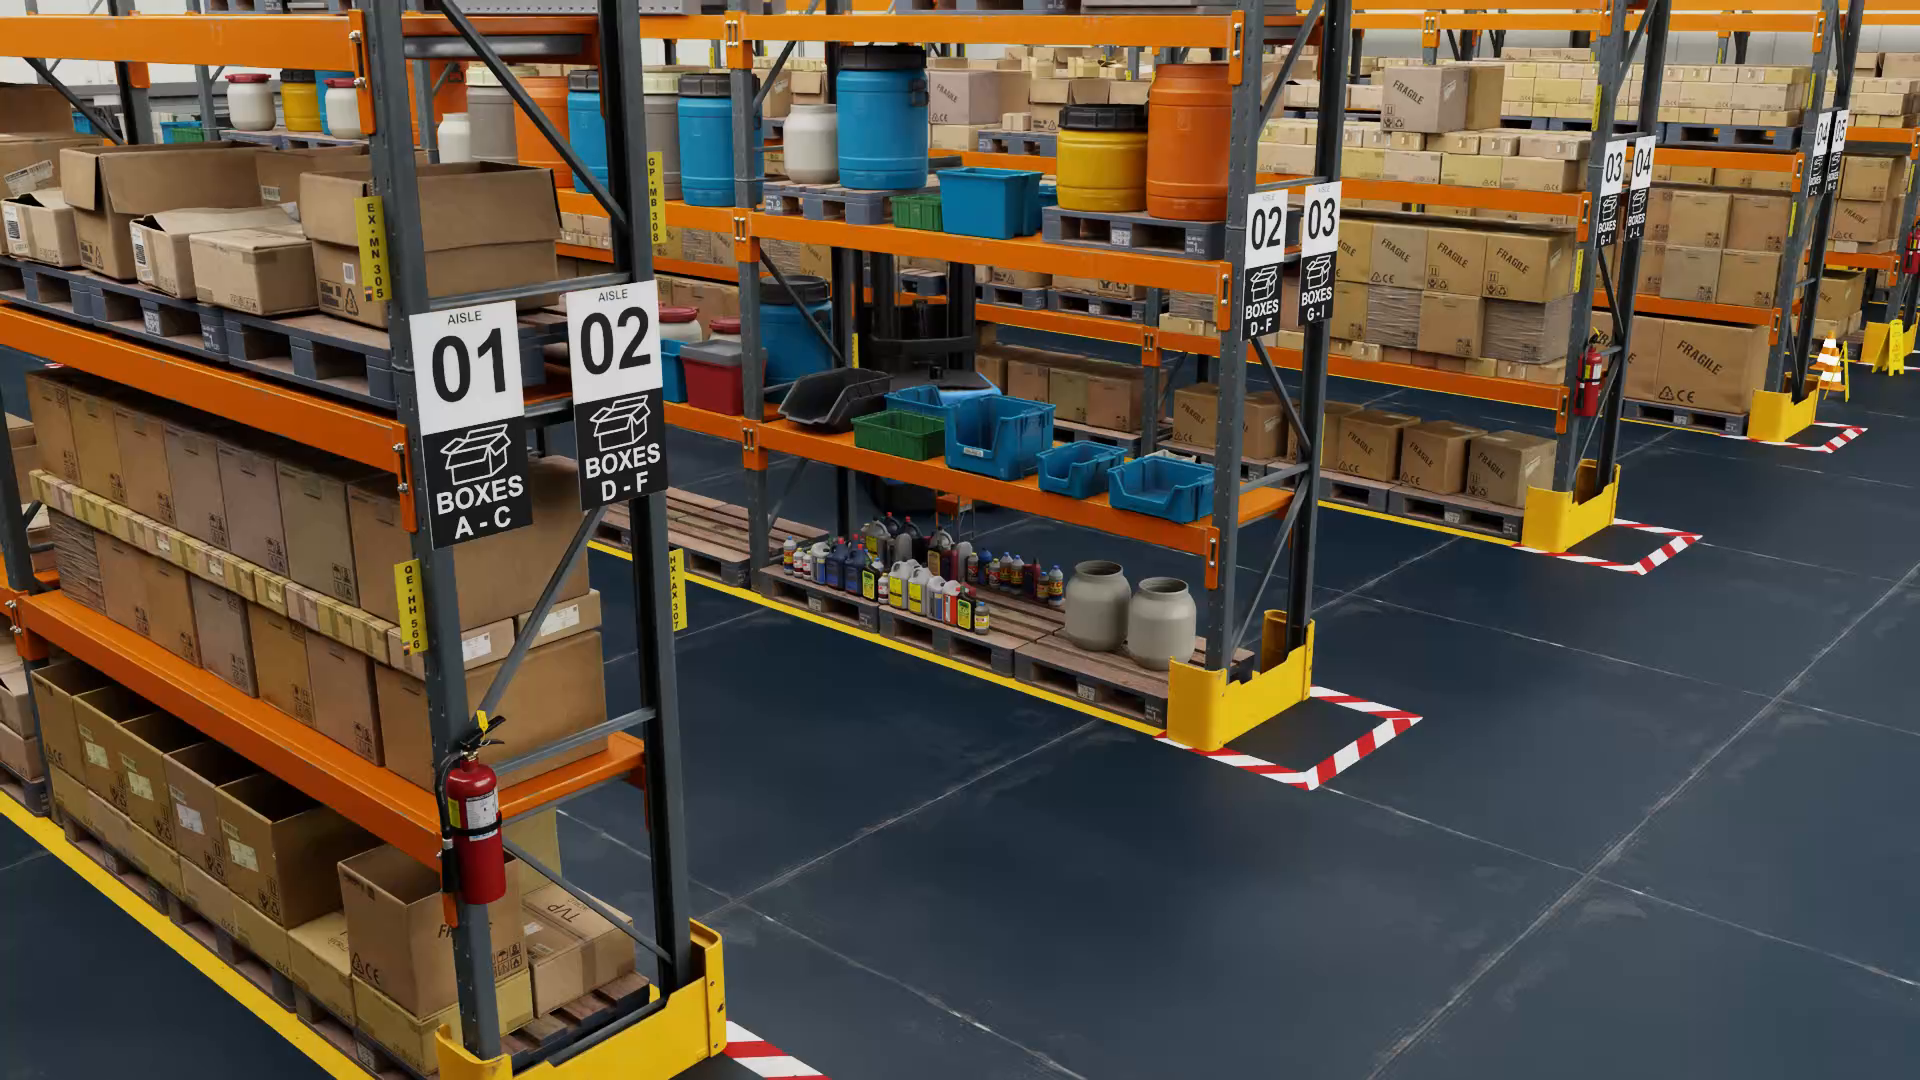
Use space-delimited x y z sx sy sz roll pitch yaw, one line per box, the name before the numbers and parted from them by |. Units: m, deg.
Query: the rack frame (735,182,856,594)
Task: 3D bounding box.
rack frame | -1.184 -1.150 12.275 0.127 3.000 1.000 15 23 39

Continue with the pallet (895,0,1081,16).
pallet | 0.368 -3.324 10.184 1.213 0.211 1.003 15 23 39

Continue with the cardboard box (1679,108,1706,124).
cardboard box | 7.421 -4.270 16.704 0.250 0.149 0.380 15 23 40

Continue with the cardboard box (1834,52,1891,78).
cardboard box | 13.361 -6.948 24.557 0.637 0.503 0.797 16 24 41

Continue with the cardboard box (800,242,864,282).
cardboard box | -1.421 -3.164 18.457 0.500 0.500 0.500 16 24 41

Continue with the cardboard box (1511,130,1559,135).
cardboard box | 4.643 -3.220 13.428 0.250 0.149 0.380 15 23 38

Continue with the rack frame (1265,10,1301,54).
rack frame | 5.990 -10.102 30.566 0.127 3.000 1.000 15 23 39

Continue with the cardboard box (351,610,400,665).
cardboard box | -2.092 0.331 6.373 0.250 0.149 0.380 16 23 41

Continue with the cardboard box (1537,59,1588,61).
cardboard box | 8.164 -6.397 22.577 0.500 0.250 0.500 16 23 40

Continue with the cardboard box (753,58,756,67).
cardboard box | -3.079 -7.325 25.538 0.250 0.149 0.380 15 23 39

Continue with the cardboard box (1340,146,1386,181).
cardboard box | 3.434 -3.169 13.927 0.500 0.250 0.500 15 23 38

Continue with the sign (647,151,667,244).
sign | -1.110 -1.235 6.010 0.005 0.325 0.100 15 23 39

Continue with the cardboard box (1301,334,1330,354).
cardboard box | 3.196 -1.741 14.554 0.250 0.149 0.380 15 23 39

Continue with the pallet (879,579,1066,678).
pallet | 0.208 0.569 11.471 1.213 0.211 1.003 15 23 39

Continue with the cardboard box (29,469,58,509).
cardboard box | -4.402 -0.289 8.325 0.250 0.149 0.380 15 23 39

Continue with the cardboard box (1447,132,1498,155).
cardboard box | 4.083 -3.154 13.223 0.250 0.149 0.380 15 23 40

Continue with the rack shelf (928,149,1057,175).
rack shelf | 0.608 -3.759 16.727 4.000 0.370 1.077 15 23 39

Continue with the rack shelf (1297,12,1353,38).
rack shelf | 4.194 -8.043 25.929 4.000 0.370 1.077 15 23 39

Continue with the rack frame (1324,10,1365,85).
rack frame | 5.690 -8.175 24.494 0.127 3.000 1.000 15 23 39

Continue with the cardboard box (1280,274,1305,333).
cardboard box | 3.191 -2.169 14.832 0.500 0.500 0.875 15 23 39

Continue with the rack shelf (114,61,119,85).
rack shelf | -5.970 -2.757 9.274 4.000 0.370 1.077 15 23 39

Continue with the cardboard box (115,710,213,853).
cardboard box | -3.587 1.088 7.836 0.500 0.500 0.500 15 23 39

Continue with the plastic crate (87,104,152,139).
plastic crate | -9.199 -4.590 18.261 0.767 0.338 0.504 15 23 39

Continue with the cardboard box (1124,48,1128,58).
cardboard box | 3.531 -9.532 32.658 0.500 0.250 0.500 15 23 39

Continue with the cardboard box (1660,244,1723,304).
cardboard box | 7.730 -2.810 17.260 0.550 0.550 0.875 15 23 39

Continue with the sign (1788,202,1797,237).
sign | 8.093 -3.114 16.159 0.005 0.325 0.100 15 23 39

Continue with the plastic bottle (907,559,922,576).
plastic bottle | -0.317 0.280 11.548 0.135 0.276 0.152 15 23 39

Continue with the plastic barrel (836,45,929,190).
plastic barrel | -0.510 -2.794 10.976 0.708 0.901 0.600 15 23 39

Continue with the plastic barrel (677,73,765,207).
plastic barrel | -1.708 -2.871 11.913 0.708 0.901 0.600 15 23 39

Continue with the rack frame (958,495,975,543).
rack frame | 0.051 -0.487 13.410 0.008 1.050 0.200 15 23 39

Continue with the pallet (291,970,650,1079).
pallet | -2.082 1.958 7.092 1.213 0.211 1.003 15 23 39

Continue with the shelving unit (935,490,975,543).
shelving unit | -0.040 -0.511 13.487 0.252 1.050 0.215 15 23 39

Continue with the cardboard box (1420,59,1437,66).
cardboard box | 8.169 -8.250 28.787 0.250 0.149 0.380 14 22 37

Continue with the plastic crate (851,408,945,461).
plastic crate | -0.356 -0.712 11.247 0.662 0.188 0.450 15 23 39

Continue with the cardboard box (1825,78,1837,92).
cardboard box | 10.699 -5.571 20.344 0.250 0.149 0.380 15 23 40

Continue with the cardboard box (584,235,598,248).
cardboard box | -4.518 -3.796 21.028 0.250 0.149 0.380 16 23 40

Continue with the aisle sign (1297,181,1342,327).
aisle sign | 2.056 -1.637 9.515 0.004 0.787 0.394 15 23 39

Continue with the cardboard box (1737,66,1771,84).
cardboard box | 7.800 -4.548 16.263 0.250 0.149 0.380 15 23 40

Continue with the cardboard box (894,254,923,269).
cardboard box | -0.457 -3.222 17.945 0.500 0.500 0.500 12 21 33

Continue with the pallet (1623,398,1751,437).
pallet | 7.814 -1.383 17.620 1.213 0.211 1.003 15 23 39

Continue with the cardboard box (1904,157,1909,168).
cardboard box | 13.734 -5.539 24.376 0.250 0.149 0.380 16 23 41

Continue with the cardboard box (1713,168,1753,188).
cardboard box | 10.042 -4.742 21.286 0.500 0.500 0.700 15 23 39

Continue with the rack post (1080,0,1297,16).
rack post | 1.327 -3.148 9.482 0.937 0.300 0.954 -15 23 -40

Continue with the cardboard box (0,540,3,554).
cardboard box | -5.254 -0.101 9.192 0.258 0.266 0.396 14 23 38

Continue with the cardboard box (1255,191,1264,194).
cardboard box | 3.956 -4.301 20.386 0.500 0.500 0.700 15 23 39

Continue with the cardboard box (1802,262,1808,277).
cardboard box | 10.582 -3.426 20.987 0.250 0.149 0.380 16 24 41

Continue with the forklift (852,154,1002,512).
forklift | -0.460 -2.044 15.208 1.130 2.935 3.031 -4 18 -13

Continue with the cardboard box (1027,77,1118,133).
cardboard box | 1.113 -4.255 16.237 0.637 0.503 0.797 16 24 41

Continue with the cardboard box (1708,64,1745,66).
cardboard box | 7.858 -4.799 17.052 0.250 0.149 0.380 15 23 40

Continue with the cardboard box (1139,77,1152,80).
cardboard box | 2.229 -5.828 21.891 0.500 0.500 0.500 15 23 39

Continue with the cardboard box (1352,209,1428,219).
cardboard box | 3.743 -2.606 14.555 0.500 0.500 0.500 15 23 39

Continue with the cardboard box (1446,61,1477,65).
cardboard box | 5.518 -5.160 18.191 0.250 0.149 0.380 15 23 40

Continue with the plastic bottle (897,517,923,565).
plastic bottle | -0.367 0.006 12.286 0.185 0.351 0.144 14 22 37

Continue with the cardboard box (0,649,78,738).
cardboard box | -4.968 0.797 9.066 0.500 0.311 0.500 15 23 39

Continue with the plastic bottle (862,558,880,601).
plastic bottle | -0.618 0.272 11.560 0.133 0.283 0.061 16 24 42
